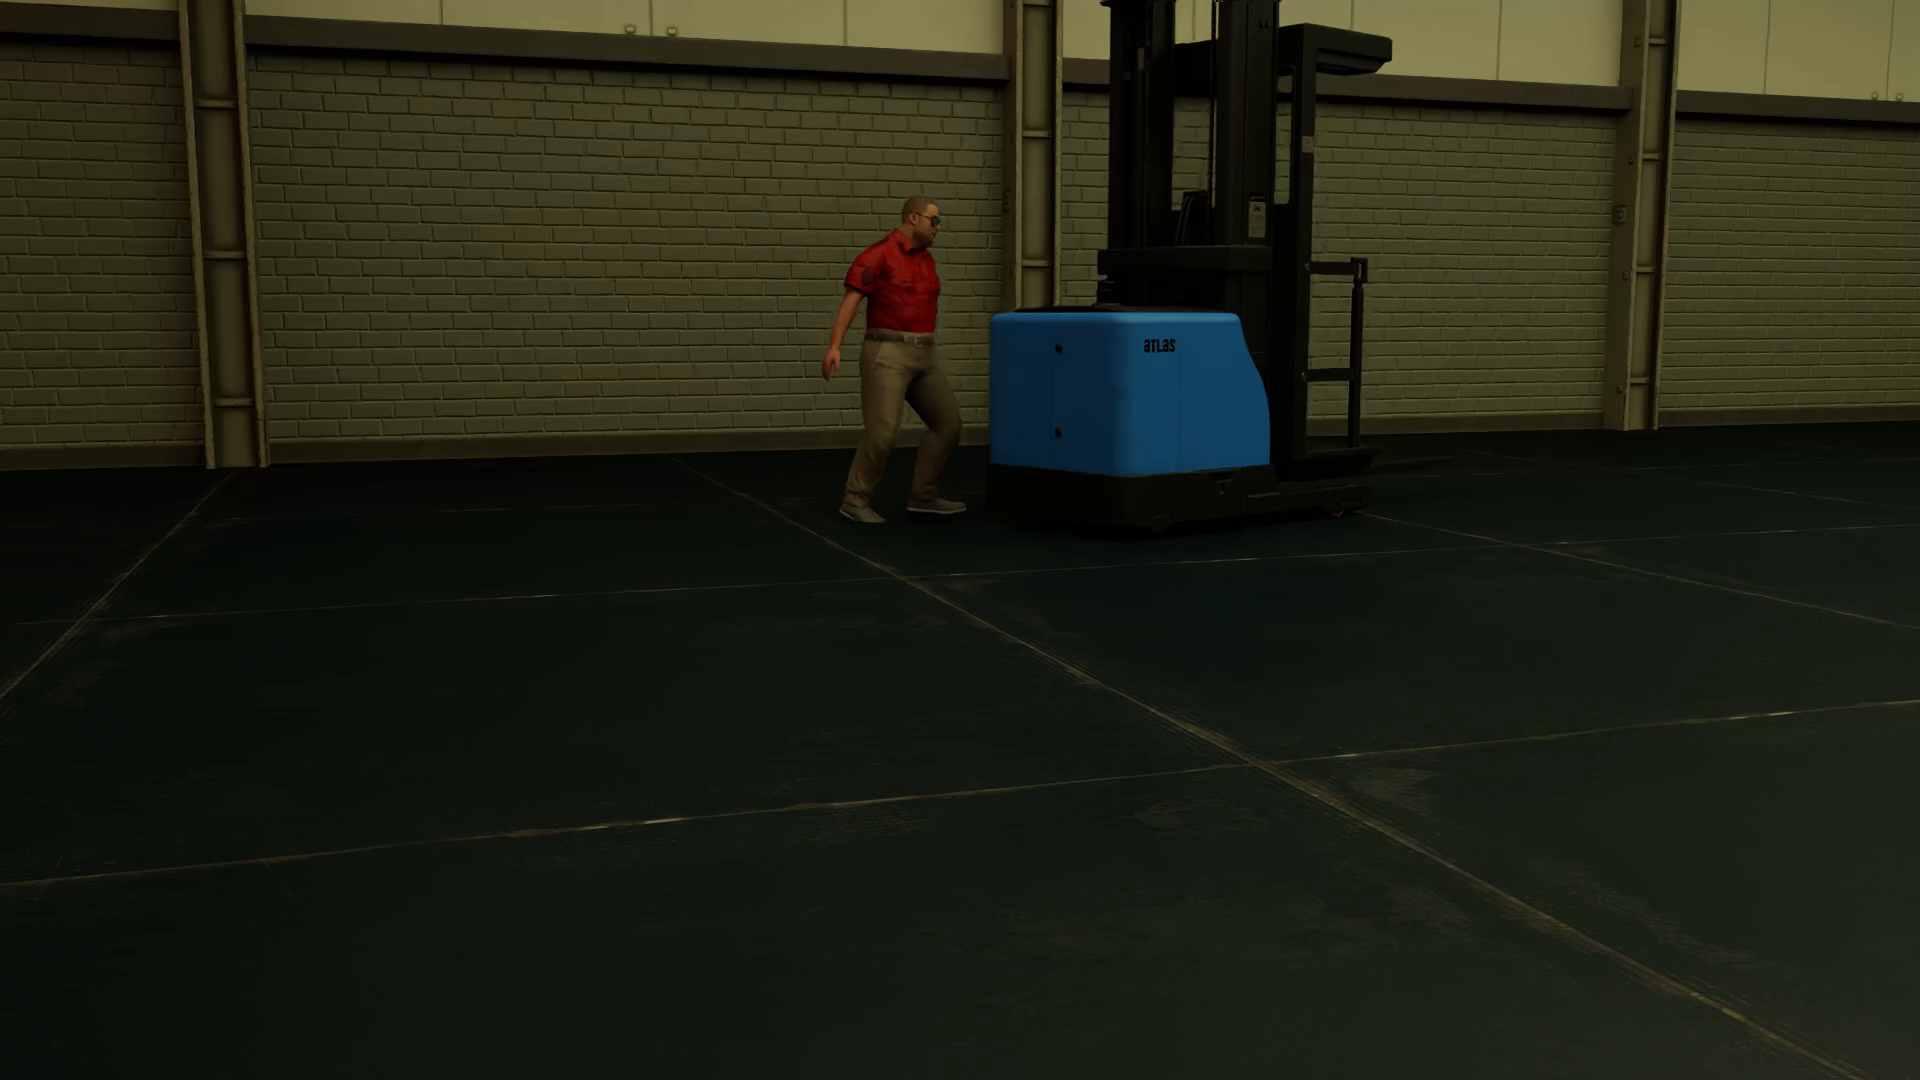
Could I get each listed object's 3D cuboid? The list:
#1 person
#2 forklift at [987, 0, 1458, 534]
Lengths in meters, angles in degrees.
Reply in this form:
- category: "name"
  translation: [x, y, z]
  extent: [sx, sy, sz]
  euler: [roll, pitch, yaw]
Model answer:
- category: "person"
  translation: [-0.345, -0.917, 8.650]
  extent: [0.452, 1.712, 0.896]
  euler: [8, 11, 44]
- category: "forklift"
  translation: [1.585, -1.621, 8.965]
  extent: [3.031, 2.935, 1.130]
  euler: [-7, 10, -40]
